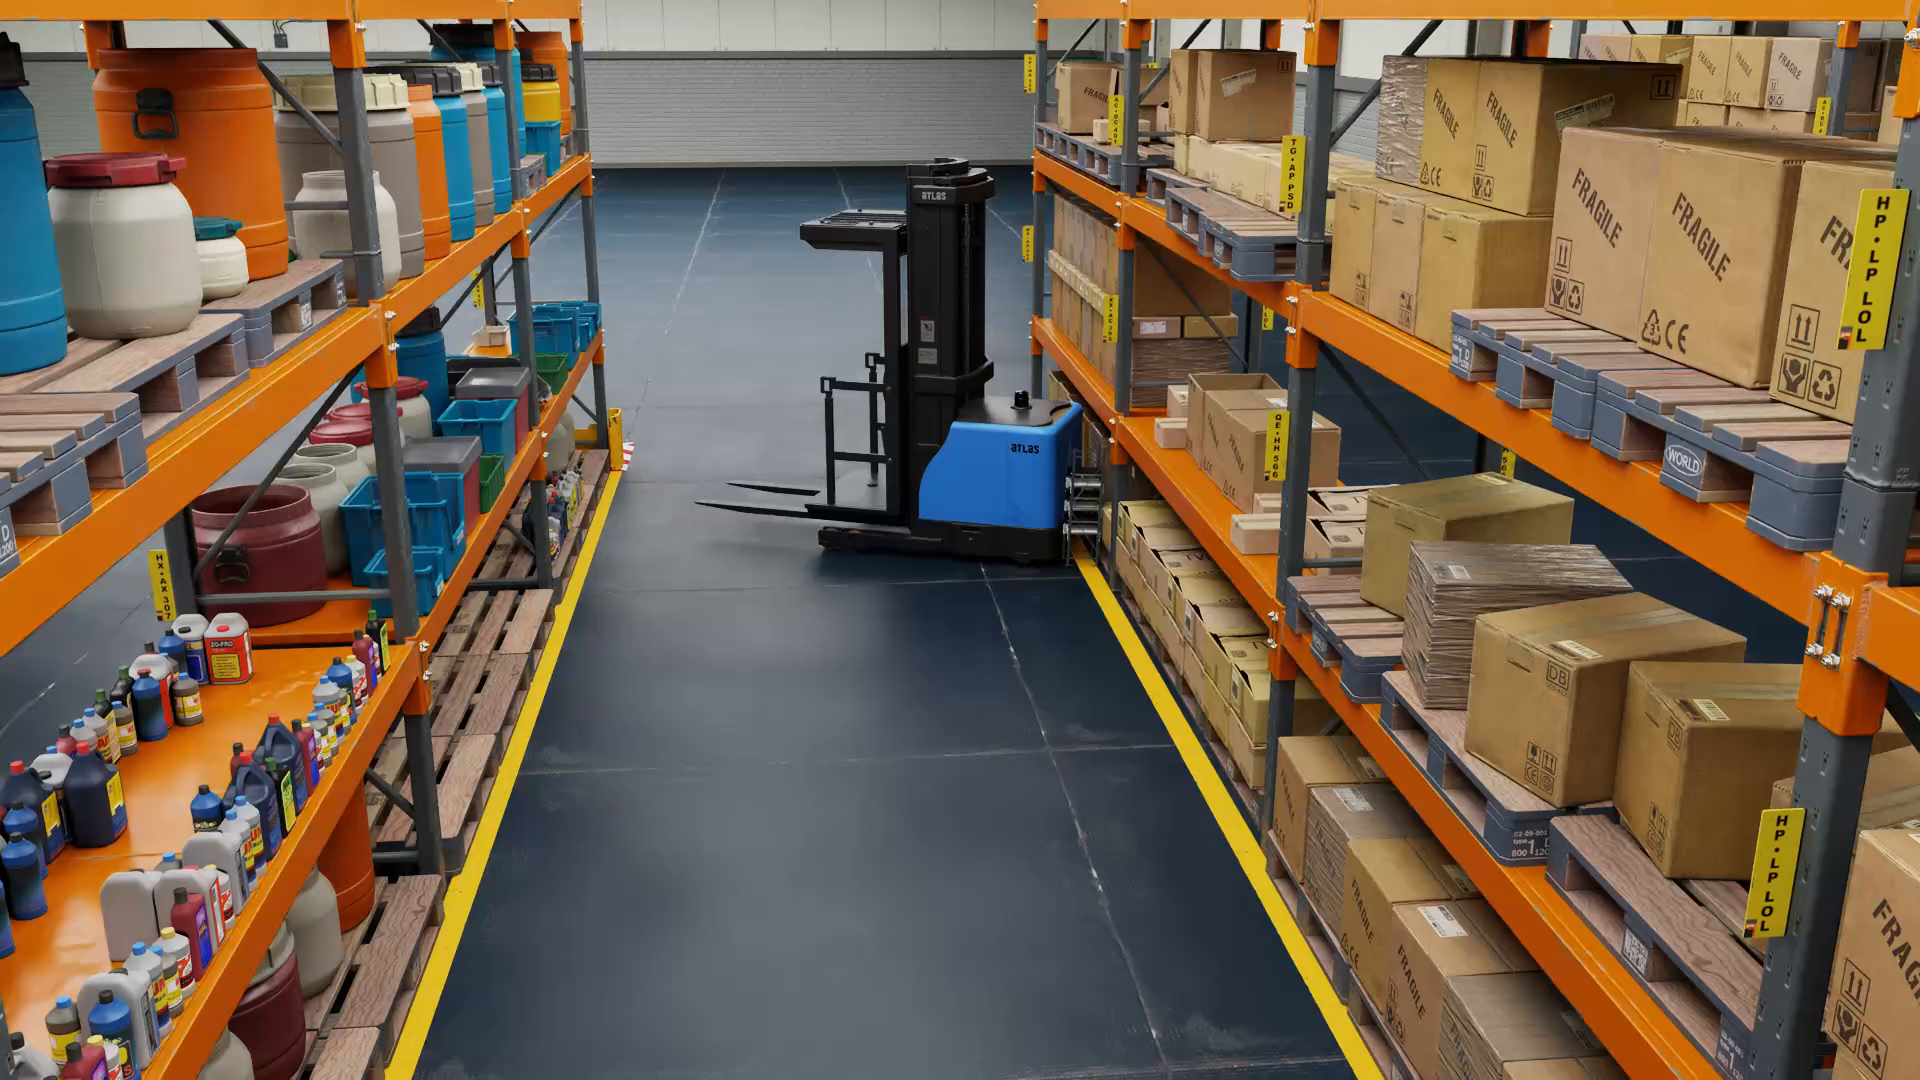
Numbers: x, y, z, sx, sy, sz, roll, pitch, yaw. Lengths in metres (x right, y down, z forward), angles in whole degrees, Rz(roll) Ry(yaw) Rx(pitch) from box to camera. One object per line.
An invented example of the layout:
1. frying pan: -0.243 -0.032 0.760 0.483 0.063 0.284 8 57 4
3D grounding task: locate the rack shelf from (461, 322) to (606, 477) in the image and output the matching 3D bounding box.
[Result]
1. rack shelf: -3.547 -1.186 13.149 1.077 0.370 4.000 -2 18 -6

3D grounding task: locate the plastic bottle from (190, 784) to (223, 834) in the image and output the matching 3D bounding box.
1. plastic bottle: -2.452 0.928 5.429 0.097 0.271 0.097 0 17 0

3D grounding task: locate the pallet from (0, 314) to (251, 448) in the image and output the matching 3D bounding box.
1. pallet: -2.813 -0.459 4.940 1.003 0.211 1.213 -2 18 -6

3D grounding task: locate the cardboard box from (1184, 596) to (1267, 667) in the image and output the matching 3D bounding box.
1. cardboard box: 1.591 0.497 9.540 0.500 0.311 0.500 -2 18 -6

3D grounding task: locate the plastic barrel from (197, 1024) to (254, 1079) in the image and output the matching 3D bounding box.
1. plastic barrel: -2.597 1.892 5.595 0.421 0.512 0.421 0 17 0

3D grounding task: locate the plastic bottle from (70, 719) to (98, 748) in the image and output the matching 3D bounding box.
1. plastic bottle: -3.125 0.769 5.934 0.097 0.271 0.097 0 17 0

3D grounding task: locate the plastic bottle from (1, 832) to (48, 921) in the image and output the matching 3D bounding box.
1. plastic bottle: -2.883 1.026 5.115 0.097 0.271 0.097 0 17 0

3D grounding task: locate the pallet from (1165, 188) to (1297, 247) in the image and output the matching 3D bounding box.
1. pallet: 1.722 -1.767 9.106 1.003 0.211 1.213 -1 17 -3

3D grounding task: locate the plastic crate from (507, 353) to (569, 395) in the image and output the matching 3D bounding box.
1. plastic crate: -3.200 -1.246 12.491 0.450 0.188 0.662 -2 18 -6

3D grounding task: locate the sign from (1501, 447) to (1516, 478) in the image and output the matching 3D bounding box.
1. sign: 2.538 -0.428 7.732 0.100 0.325 0.005 -2 18 -6

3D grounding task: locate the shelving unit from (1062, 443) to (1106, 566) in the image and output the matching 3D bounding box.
1. shelving unit: 0.925 -0.265 12.476 0.258 0.900 0.210 1 15 -7

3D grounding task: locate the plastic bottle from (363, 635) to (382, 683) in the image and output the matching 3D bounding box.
1. plastic bottle: -2.468 0.495 6.923 0.097 0.201 0.097 0 17 0

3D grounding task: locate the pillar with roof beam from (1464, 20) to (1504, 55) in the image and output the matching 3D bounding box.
1. pillar with roof beam: 2.133 -6.766 19.706 9.100 9.000 0.400 -2 18 -6

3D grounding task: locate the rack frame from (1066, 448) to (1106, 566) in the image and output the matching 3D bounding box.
1. rack frame: 0.936 -0.238 12.378 0.240 0.900 0.006 1 15 -7

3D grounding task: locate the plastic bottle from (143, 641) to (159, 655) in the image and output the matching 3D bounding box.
1. plastic bottle: -3.216 0.552 6.605 0.061 0.283 0.133 -2 18 -6

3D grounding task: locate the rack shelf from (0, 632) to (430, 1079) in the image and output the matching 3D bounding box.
1. rack shelf: -2.721 1.197 5.557 1.077 0.370 4.000 -2 18 -6

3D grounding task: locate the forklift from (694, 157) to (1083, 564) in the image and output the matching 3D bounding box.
1. forklift: -0.598 -1.453 12.911 3.031 2.935 1.130 5 18 16

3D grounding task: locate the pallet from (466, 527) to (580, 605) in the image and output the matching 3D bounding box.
1. pallet: -3.368 0.195 12.202 1.003 0.211 1.213 -2 18 -6

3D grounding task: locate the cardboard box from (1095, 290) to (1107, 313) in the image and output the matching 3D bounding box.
1. cardboard box: 1.243 -1.820 12.717 0.380 0.149 0.250 -2 18 -6

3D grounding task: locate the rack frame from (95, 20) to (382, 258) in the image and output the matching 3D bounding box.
1. rack frame: -2.928 -2.604 6.448 1.000 3.000 0.127 -2 18 -6

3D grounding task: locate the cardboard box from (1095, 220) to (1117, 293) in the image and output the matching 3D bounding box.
1. cardboard box: 1.431 -2.184 12.793 0.700 0.500 0.500 -2 18 -6

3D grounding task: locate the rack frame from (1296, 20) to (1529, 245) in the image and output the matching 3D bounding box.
1. rack frame: 2.000 -2.756 6.932 1.000 3.000 0.127 -2 18 -6

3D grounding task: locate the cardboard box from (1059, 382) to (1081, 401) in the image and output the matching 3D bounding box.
1. cardboard box: 1.126 -1.059 14.181 0.500 0.500 0.500 -2 18 -6

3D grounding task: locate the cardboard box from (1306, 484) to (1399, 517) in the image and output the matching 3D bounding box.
1. cardboard box: 2.100 -0.124 8.712 0.500 0.311 0.500 -2 18 -6

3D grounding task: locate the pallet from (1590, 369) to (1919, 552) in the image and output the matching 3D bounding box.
1. pallet: 2.415 -0.240 4.239 1.213 0.211 1.003 -2 18 -6

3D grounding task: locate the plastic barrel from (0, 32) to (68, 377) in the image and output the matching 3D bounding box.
1. plastic barrel: -2.843 -0.924 4.568 0.600 0.901 0.708 -2 18 -6

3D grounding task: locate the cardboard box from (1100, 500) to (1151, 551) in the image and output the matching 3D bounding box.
1. cardboard box: 1.322 -0.105 12.394 0.500 0.250 0.500 -2 18 -6

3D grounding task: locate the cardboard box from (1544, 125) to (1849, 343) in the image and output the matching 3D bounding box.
1. cardboard box: 2.293 -0.979 5.243 0.600 0.600 0.600 -2 18 -8

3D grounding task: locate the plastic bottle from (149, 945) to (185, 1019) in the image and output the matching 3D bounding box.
1. plastic bottle: -2.216 1.222 4.610 0.097 0.201 0.097 0 17 0

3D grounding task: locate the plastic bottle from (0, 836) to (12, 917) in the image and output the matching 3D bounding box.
1. plastic bottle: -3.005 1.033 5.085 0.152 0.276 0.135 -2 18 -6

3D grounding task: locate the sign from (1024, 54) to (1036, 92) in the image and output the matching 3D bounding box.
1. sign: 0.622 -4.148 14.782 0.100 0.325 0.005 -2 18 -6

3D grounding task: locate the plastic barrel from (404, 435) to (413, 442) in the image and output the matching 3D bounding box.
1. plastic barrel: -3.356 -0.468 9.892 0.301 0.262 0.301 0 17 0

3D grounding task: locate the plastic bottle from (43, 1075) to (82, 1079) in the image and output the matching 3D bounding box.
1. plastic bottle: -2.129 1.383 3.958 0.061 0.283 0.133 -2 18 -6

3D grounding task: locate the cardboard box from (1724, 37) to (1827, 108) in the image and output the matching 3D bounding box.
1. cardboard box: 6.125 -3.510 12.471 0.500 0.500 0.500 -1 17 -3

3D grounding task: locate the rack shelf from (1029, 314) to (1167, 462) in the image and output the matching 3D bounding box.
1. rack shelf: 1.381 -1.338 13.632 1.077 0.370 4.000 -2 18 -6

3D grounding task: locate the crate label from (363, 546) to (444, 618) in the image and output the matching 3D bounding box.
1. crate label: -2.598 0.201 7.809 0.303 0.233 0.416 -2 18 -6

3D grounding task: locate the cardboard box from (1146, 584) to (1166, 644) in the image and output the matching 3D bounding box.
1. cardboard box: 1.490 0.460 10.592 0.500 0.250 0.500 -2 18 -7

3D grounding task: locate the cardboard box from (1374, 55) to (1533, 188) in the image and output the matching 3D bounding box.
1. cardboard box: 2.038 -1.719 6.802 0.500 0.500 0.500 -2 18 -6

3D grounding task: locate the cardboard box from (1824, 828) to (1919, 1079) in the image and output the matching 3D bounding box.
1. cardboard box: 2.181 0.922 3.395 0.500 0.500 0.500 -1 17 -4

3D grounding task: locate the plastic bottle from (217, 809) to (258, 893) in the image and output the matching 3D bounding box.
1. plastic bottle: -2.288 0.981 5.258 0.097 0.271 0.097 0 17 0

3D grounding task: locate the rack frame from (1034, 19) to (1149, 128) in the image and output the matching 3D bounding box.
1. rack frame: 1.174 -5.139 14.524 1.000 3.000 0.127 -2 18 -6

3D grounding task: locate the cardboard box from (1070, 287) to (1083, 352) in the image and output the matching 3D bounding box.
1. cardboard box: 1.314 -1.881 13.994 0.700 0.500 0.500 -2 18 -5

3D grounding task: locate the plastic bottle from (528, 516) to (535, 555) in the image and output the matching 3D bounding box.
1. plastic bottle: -3.104 -0.048 12.122 0.061 0.283 0.133 -2 18 -6

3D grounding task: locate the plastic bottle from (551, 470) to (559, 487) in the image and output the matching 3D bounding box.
1. plastic bottle: -3.234 -0.426 13.327 0.061 0.283 0.133 -2 18 -6

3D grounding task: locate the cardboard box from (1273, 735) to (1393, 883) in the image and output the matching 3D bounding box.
1. cardboard box: 1.762 1.233 7.679 0.500 0.500 0.500 -1 17 -3

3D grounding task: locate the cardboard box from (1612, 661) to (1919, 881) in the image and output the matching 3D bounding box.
1. cardboard box: 2.452 0.699 5.075 0.700 0.500 0.500 1 17 3

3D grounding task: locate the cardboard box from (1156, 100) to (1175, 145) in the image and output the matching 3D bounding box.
1. cardboard box: 1.742 -3.060 12.123 0.500 0.311 0.500 -3 18 -9

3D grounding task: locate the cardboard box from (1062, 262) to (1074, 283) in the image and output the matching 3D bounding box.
1. cardboard box: 1.079 -2.283 14.190 0.380 0.149 0.250 -2 18 -6

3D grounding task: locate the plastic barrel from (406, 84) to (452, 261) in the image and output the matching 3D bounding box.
1. plastic barrel: -2.864 -1.824 8.255 0.600 0.830 0.708 -2 18 -6

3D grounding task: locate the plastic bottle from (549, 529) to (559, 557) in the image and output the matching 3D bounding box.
1. plastic bottle: -2.958 0.023 12.035 0.097 0.201 0.097 0 17 0

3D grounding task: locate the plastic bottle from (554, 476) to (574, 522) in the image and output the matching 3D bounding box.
1. plastic bottle: -3.074 -0.316 12.863 0.144 0.351 0.185 -2 18 -6

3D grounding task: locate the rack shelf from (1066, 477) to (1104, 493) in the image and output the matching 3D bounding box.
1. rack shelf: 0.932 -0.406 12.439 0.258 0.077 0.200 1 15 -7

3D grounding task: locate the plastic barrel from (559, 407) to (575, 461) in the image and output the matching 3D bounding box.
1. plastic barrel: -3.609 -0.945 14.632 0.421 0.512 0.421 0 17 0

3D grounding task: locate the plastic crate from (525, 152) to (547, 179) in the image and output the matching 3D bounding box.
1. plastic crate: -3.232 -2.742 12.249 0.336 0.188 0.450 -2 18 -6

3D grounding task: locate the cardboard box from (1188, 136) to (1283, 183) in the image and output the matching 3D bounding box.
1. cardboard box: 1.700 -2.298 10.030 0.500 0.250 0.500 -3 18 -11

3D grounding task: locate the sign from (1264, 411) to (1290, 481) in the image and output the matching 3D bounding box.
1. sign: 1.448 -0.428 7.600 0.100 0.325 0.005 -2 18 -6

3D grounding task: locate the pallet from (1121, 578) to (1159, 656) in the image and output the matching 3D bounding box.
1. pallet: 1.702 0.463 11.349 1.003 0.211 1.213 -2 18 -6

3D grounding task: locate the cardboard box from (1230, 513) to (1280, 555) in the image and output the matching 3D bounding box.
1. cardboard box: 1.632 -0.033 8.695 0.380 0.149 0.250 -2 18 -6
